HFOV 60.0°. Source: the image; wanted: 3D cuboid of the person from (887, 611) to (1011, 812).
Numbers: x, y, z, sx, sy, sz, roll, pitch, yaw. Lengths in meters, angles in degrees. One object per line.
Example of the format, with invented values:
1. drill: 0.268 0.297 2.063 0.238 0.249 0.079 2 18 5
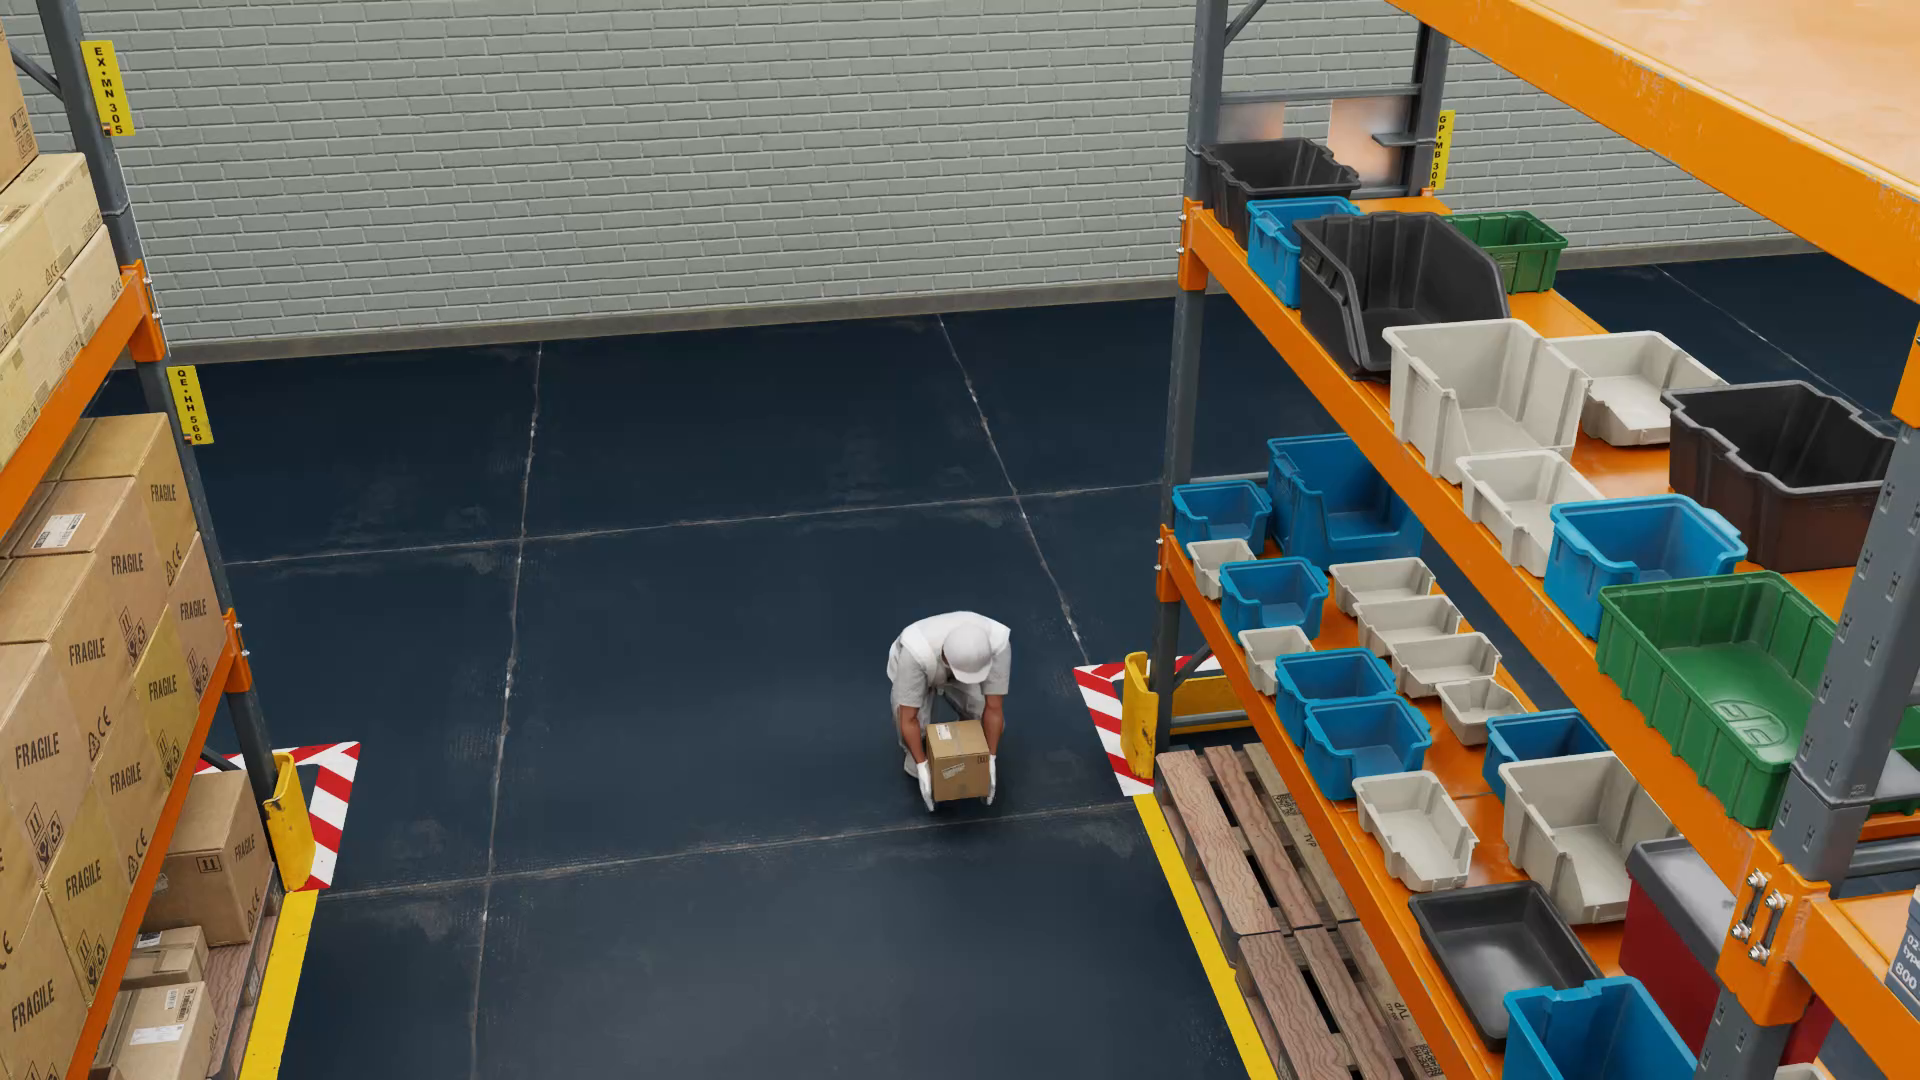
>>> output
1. person: -0.046 0.684 7.741 0.559 0.998 0.906 -6 31 -10
